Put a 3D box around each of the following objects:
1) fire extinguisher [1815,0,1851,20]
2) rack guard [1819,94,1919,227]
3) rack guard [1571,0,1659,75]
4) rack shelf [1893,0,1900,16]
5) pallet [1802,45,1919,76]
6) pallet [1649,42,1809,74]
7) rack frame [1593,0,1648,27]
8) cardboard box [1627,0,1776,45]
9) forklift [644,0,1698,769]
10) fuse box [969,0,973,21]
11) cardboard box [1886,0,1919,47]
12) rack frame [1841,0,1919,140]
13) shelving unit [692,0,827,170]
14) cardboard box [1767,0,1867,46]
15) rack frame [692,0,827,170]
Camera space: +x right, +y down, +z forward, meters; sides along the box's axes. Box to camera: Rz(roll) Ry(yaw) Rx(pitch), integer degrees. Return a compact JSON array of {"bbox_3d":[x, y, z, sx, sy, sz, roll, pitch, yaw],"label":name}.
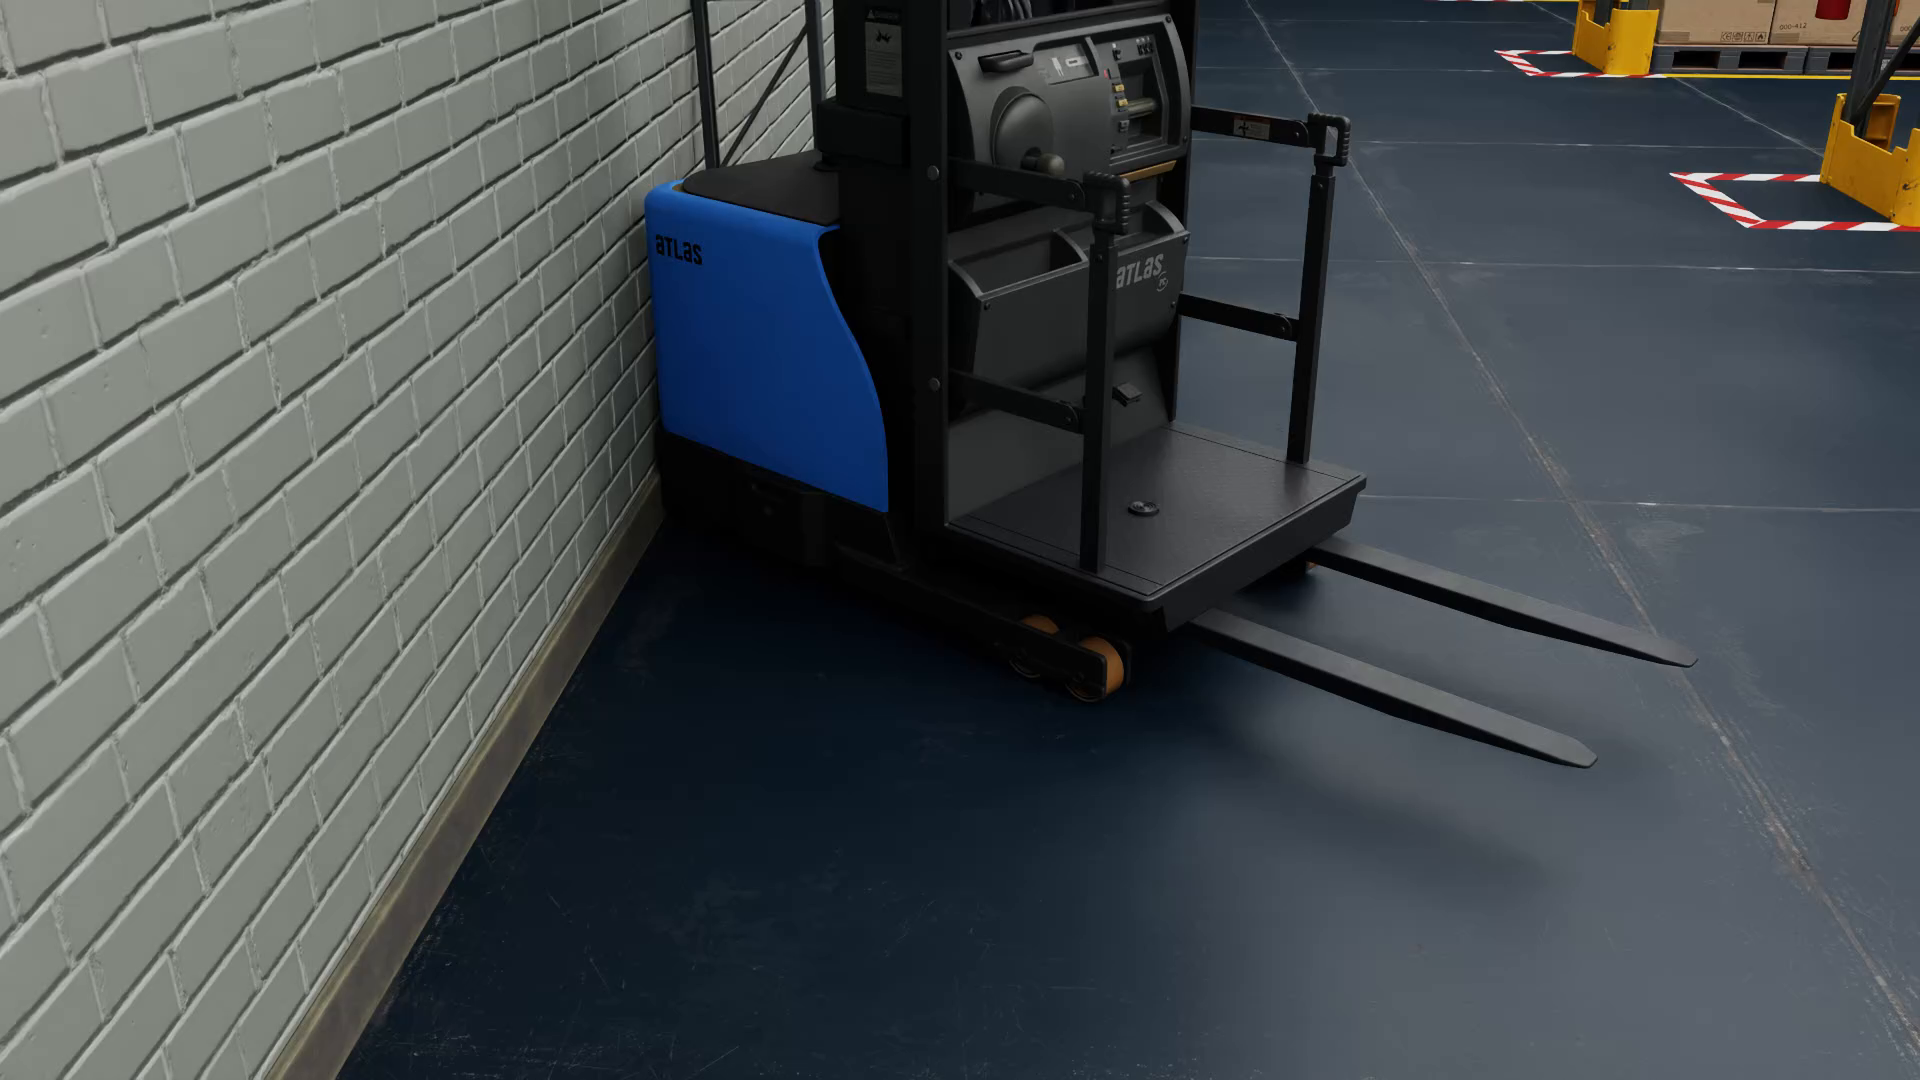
[{"bbox_3d":[4.951,-3.272,9.312,0.183,0.674,0.296,2,25,4],"label":"fire extinguisher"},{"bbox_3d":[5.242,-2.138,9.299,0.348,0.500,1.175,2,25,4],"label":"rack guard"},{"bbox_3d":[5.421,-4.208,13.797,0.348,0.500,1.175,2,25,4],"label":"rack guard"},{"bbox_3d":[7.161,-2.886,8.793,4.000,0.370,1.077,2,25,4],"label":"rack shelf"},{"bbox_3d":[7.461,-4.043,13.783,1.213,0.211,1.003,2,25,4],"label":"pallet"},{"bbox_3d":[6.248,-4.083,13.871,1.213,0.211,1.003,2,25,4],"label":"pallet"},{"bbox_3d":[5.445,-5.343,13.273,0.127,3.000,1.000,2,25,4],"label":"rack frame"},{"bbox_3d":[6.111,-4.390,13.765,0.875,0.438,0.875,1,25,2],"label":"cardboard box"},{"bbox_3d":[0.467,-1.157,4.259,3.031,2.935,1.130,20,32,37],"label":"forklift"},{"bbox_3d":[0.127,-5.799,15.805,0.414,1.711,0.539,2,25,4],"label":"fuse box"},{"bbox_3d":[7.923,-4.335,13.645,0.875,0.438,0.875,1,25,2],"label":"cardboard box"},{"bbox_3d":[5.167,-3.276,8.782,0.127,3.000,1.000,2,25,4],"label":"rack frame"},{"bbox_3d":[-0.421,-1.330,6.150,0.587,1.500,1.083,6,18,28],"label":"shelving unit"},{"bbox_3d":[7.024,-4.364,13.709,0.875,0.438,0.875,2,25,5],"label":"cardboard box"},{"bbox_3d":[-0.656,-1.201,5.729,0.500,1.500,0.032,6,18,28],"label":"rack frame"}]
